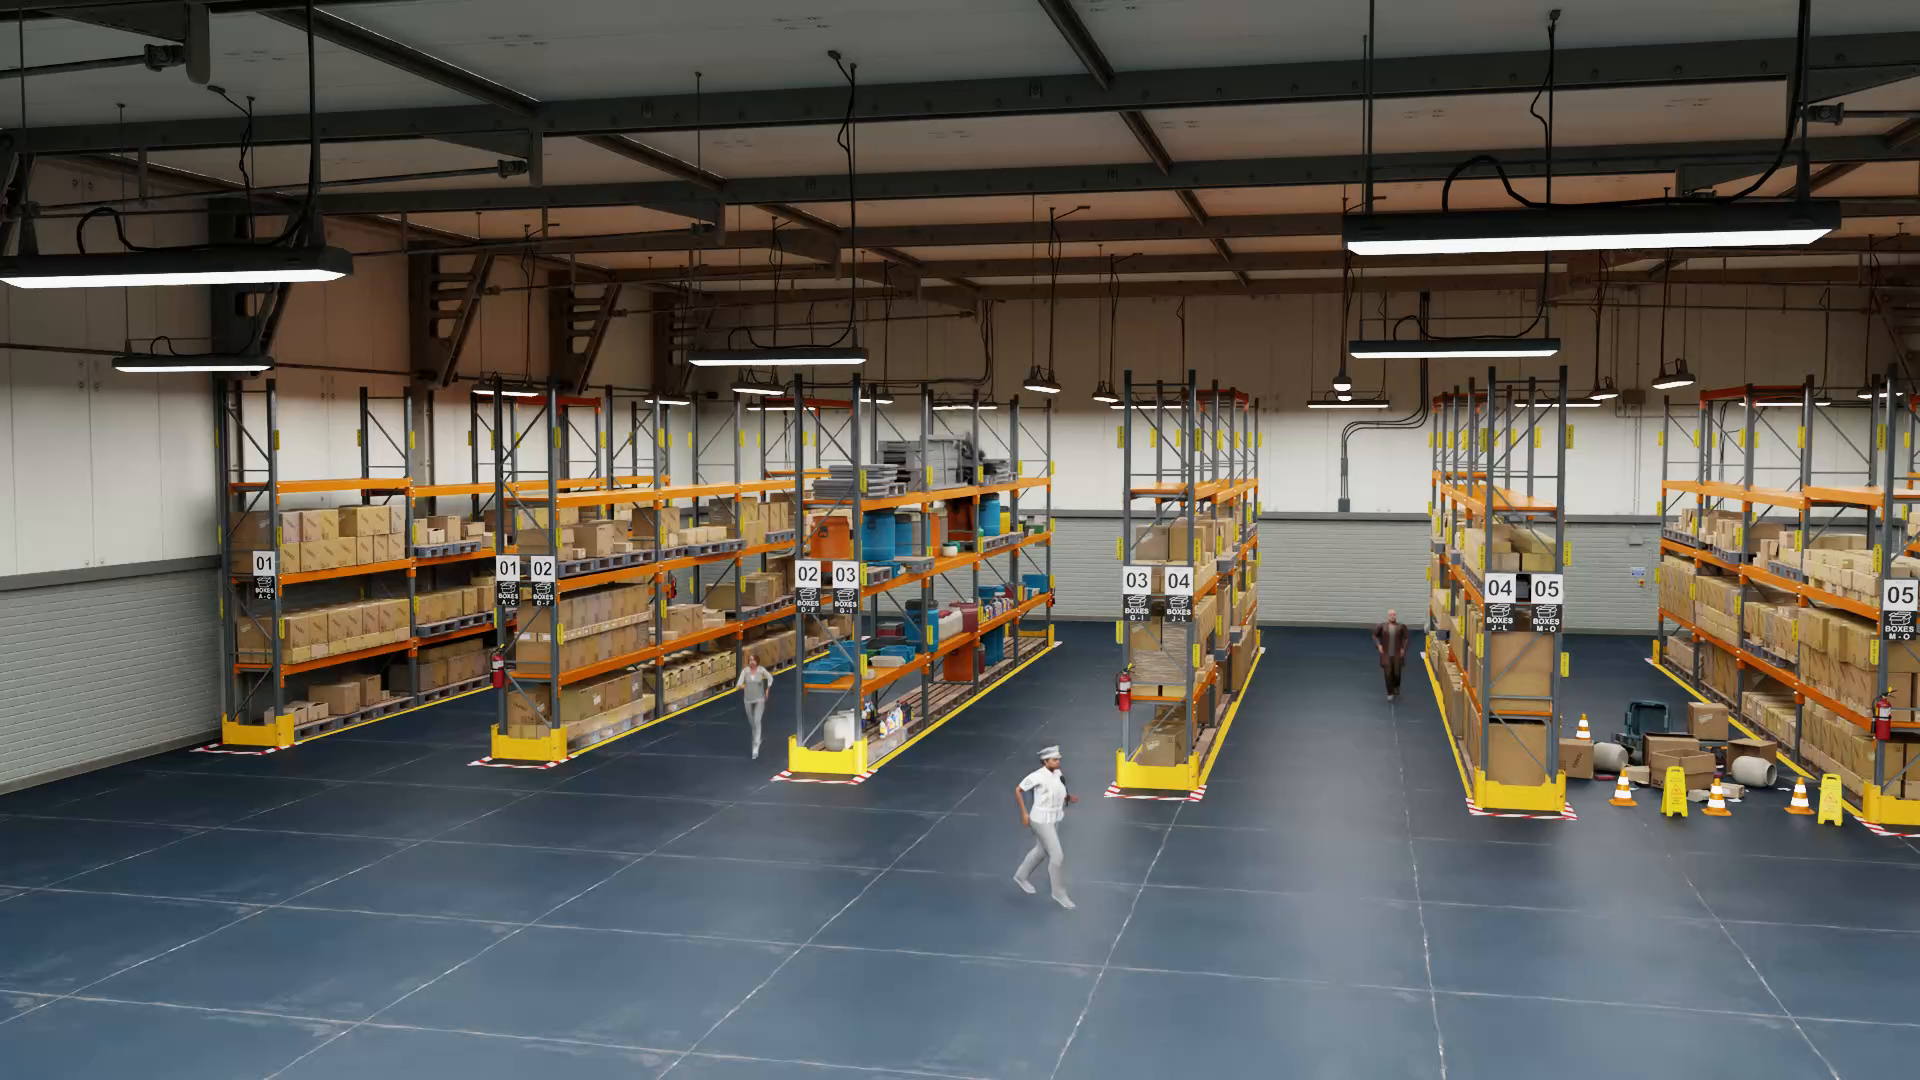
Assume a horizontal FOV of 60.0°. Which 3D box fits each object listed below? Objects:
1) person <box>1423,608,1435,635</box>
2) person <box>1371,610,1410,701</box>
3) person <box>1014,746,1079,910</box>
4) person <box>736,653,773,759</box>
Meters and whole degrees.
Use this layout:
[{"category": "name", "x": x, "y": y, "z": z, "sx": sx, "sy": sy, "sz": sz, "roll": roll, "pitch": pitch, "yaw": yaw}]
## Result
[{"category": "person", "x": 11.359, "y": 1.841, "z": 39.514, "sx": 0.661, "sy": 1.586, "sz": 0.718, "roll": 1, "pitch": 4, "yaw": 18}, {"category": "person", "x": 8.308, "y": 2.207, "z": 32.093, "sx": 0.721, "sy": 1.746, "sz": 0.639, "roll": 1, "pitch": 4, "yaw": 14}, {"category": "person", "x": 0.917, "y": 3.068, "z": 17.975, "sx": 0.863, "sy": 1.738, "sz": 0.547, "roll": 2, "pitch": 4, "yaw": 35}, {"category": "person", "x": -3.278, "y": 2.615, "z": 26.478, "sx": 0.528, "sy": 1.606, "sz": 0.751, "roll": 1, "pitch": 3, "yaw": 8}]
